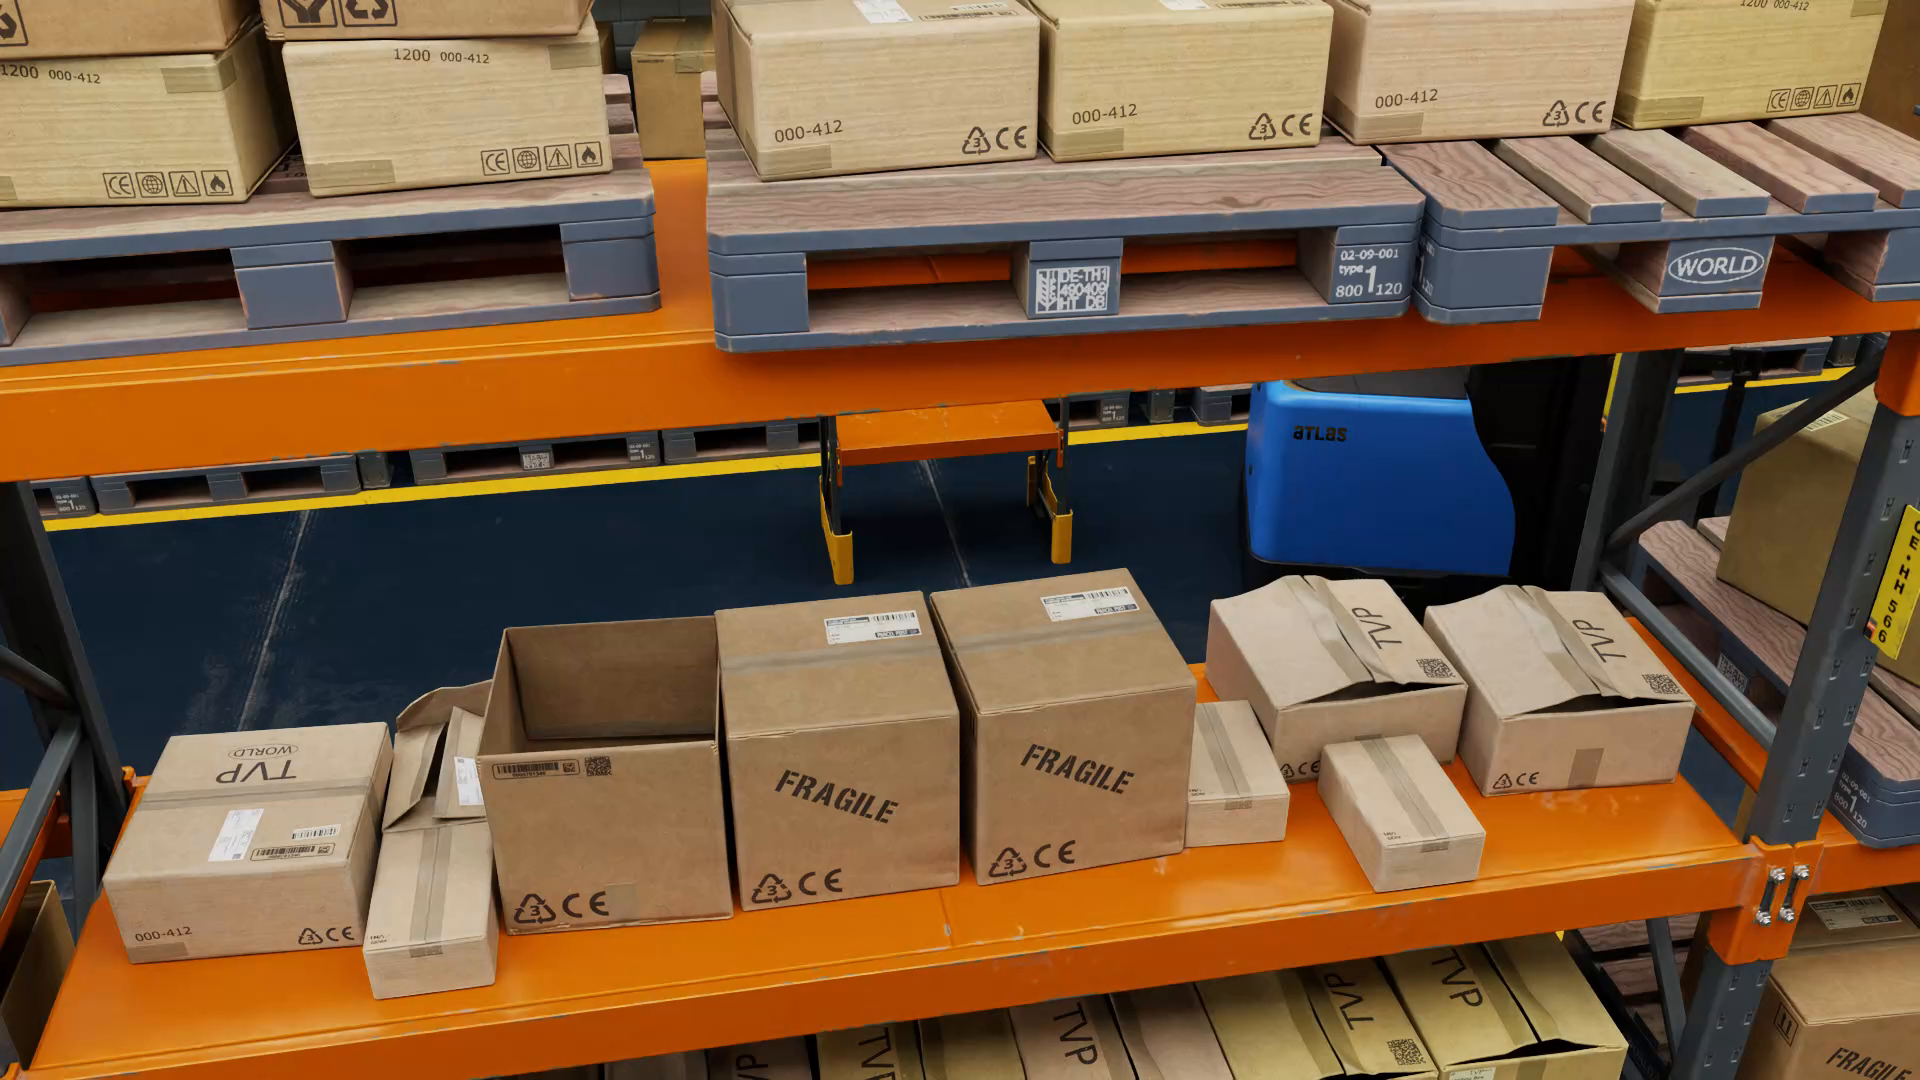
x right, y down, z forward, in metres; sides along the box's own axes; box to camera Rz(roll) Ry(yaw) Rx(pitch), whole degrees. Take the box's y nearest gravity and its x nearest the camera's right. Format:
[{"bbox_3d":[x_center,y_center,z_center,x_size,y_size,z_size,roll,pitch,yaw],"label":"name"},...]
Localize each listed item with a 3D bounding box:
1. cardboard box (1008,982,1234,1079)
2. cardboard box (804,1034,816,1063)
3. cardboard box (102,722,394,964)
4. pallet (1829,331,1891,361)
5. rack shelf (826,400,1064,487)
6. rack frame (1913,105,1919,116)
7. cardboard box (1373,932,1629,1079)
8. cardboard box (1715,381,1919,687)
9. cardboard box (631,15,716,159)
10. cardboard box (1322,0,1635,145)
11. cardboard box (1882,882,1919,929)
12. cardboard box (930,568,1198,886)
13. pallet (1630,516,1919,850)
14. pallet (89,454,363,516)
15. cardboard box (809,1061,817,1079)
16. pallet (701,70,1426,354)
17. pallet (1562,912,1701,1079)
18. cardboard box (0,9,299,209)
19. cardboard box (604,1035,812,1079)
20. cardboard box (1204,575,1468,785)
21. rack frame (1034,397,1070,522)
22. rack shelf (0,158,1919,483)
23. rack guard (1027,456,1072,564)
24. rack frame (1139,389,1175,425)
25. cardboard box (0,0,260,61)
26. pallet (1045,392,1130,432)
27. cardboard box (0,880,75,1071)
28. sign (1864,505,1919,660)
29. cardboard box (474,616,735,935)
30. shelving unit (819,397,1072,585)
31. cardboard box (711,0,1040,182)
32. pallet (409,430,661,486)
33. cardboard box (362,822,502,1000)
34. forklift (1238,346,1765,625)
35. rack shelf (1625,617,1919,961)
[{"bbox_3d":[0.397,1.343,4.252,0.500,0.311,0.500,-5,31,-9],"label":"cardboard box"},{"bbox_3d":[-0.216,1.123,4.626,0.500,0.311,0.500,-6,31,-10],"label":"cardboard box"},{"bbox_3d":[-1.584,0.677,3.787,0.500,0.250,0.500,-3,31,-6],"label":"cardboard box"},{"bbox_3d":[5.675,-1.349,9.836,1.213,0.211,1.003,-5,31,-9],"label":"pallet"},{"bbox_3d":[-0.084,-0.484,7.448,1.000,0.185,0.538,-5,31,-9],"label":"rack shelf"},{"bbox_3d":[1.875,-2.272,2.736,0.127,3.000,1.000,-5,31,-9],"label":"rack frame"},{"bbox_3d":[1.404,1.247,4.415,0.500,0.311,0.500,-5,31,-8],"label":"cardboard box"},{"bbox_3d":[2.474,-0.024,4.318,0.500,0.500,0.700,-16,34,-25],"label":"cardboard box"},{"bbox_3d":[-1.256,-2.175,7.958,0.500,0.500,0.700,-1,30,-2],"label":"cardboard box"},{"bbox_3d":[0.926,-0.969,3.213,0.500,0.250,0.500,-4,31,-8],"label":"cardboard box"},{"bbox_3d":[2.888,1.252,4.693,0.500,0.500,0.500,-6,31,-11],"label":"cardboard box"},{"bbox_3d":[0.227,0.432,3.957,0.500,0.500,0.500,-7,31,-12],"label":"cardboard box"},{"bbox_3d":[2.529,0.300,4.470,1.003,0.211,1.213,-5,31,-9],"label":"pallet"},{"bbox_3d":[-3.610,-0.509,8.408,1.213,0.211,1.003,-5,31,-9],"label":"pallet"},{"bbox_3d":[-0.203,1.363,4.771,0.500,0.250,0.500,-5,31,-8],"label":"cardboard box"},{"bbox_3d":[0.124,-0.687,3.187,1.213,0.211,1.003,-4,31,-7],"label":"pallet"},{"bbox_3d":[2.616,1.467,5.047,1.213,0.211,1.003,-5,31,-9],"label":"pallet"},{"bbox_3d":[-1.452,-0.782,2.894,0.500,0.250,0.500,-2,31,-4],"label":"cardboard box"},{"bbox_3d":[-0.606,1.437,4.091,0.500,0.311,0.500,-6,31,-11],"label":"cardboard box"},{"bbox_3d":[0.960,0.338,4.304,0.500,0.311,0.500,-6,31,-10],"label":"cardboard box"},{"bbox_3d":[0.416,-0.685,7.436,0.032,1.500,0.500,-5,31,-9],"label":"rack frame"},{"bbox_3d":[-0.093,-0.486,3.368,4.000,0.370,1.077,-5,31,-9],"label":"rack shelf"},{"bbox_3d":[0.415,-0.146,7.752,0.087,0.250,0.587,-5,31,-9],"label":"rack guard"},{"bbox_3d":[0.979,-2.155,8.456,0.127,3.000,1.000,-5,31,-9],"label":"rack frame"},{"bbox_3d":[-1.446,-1.090,2.679,0.500,0.500,0.500,-5,31,-8],"label":"cardboard box"},{"bbox_3d":[0.210,-0.883,9.043,1.213,0.211,1.003,-5,31,-9],"label":"pallet"},{"bbox_3d":[-2.573,1.247,4.229,0.500,0.500,0.500,-5,31,-9],"label":"cardboard box"},{"bbox_3d":[1.978,0.091,3.493,0.005,0.325,0.100,-5,31,-9],"label":"sign"},{"bbox_3d":[-0.783,0.526,3.797,0.500,0.500,0.500,-3,31,-5],"label":"cardboard box"},{"bbox_3d":[-0.075,-0.640,7.358,1.083,1.500,0.587,-5,31,-9],"label":"shelving unit"},{"bbox_3d":[-0.168,-0.874,3.052,0.500,0.250,0.500,-8,31,-13],"label":"cardboard box"},{"bbox_3d":[-2.190,-0.660,8.664,1.213,0.211,1.003,-5,31,-9],"label":"pallet"},{"bbox_3d":[-1.152,0.809,3.663,0.250,0.149,0.380,-5,31,-9],"label":"cardboard box"},{"bbox_3d":[2.778,-1.080,6.696,3.031,2.935,1.130,3,31,6],"label":"forklift"},{"bbox_3d":[3.842,0.442,4.749,4.000,0.370,1.077,-5,31,-9],"label":"rack shelf"}]
